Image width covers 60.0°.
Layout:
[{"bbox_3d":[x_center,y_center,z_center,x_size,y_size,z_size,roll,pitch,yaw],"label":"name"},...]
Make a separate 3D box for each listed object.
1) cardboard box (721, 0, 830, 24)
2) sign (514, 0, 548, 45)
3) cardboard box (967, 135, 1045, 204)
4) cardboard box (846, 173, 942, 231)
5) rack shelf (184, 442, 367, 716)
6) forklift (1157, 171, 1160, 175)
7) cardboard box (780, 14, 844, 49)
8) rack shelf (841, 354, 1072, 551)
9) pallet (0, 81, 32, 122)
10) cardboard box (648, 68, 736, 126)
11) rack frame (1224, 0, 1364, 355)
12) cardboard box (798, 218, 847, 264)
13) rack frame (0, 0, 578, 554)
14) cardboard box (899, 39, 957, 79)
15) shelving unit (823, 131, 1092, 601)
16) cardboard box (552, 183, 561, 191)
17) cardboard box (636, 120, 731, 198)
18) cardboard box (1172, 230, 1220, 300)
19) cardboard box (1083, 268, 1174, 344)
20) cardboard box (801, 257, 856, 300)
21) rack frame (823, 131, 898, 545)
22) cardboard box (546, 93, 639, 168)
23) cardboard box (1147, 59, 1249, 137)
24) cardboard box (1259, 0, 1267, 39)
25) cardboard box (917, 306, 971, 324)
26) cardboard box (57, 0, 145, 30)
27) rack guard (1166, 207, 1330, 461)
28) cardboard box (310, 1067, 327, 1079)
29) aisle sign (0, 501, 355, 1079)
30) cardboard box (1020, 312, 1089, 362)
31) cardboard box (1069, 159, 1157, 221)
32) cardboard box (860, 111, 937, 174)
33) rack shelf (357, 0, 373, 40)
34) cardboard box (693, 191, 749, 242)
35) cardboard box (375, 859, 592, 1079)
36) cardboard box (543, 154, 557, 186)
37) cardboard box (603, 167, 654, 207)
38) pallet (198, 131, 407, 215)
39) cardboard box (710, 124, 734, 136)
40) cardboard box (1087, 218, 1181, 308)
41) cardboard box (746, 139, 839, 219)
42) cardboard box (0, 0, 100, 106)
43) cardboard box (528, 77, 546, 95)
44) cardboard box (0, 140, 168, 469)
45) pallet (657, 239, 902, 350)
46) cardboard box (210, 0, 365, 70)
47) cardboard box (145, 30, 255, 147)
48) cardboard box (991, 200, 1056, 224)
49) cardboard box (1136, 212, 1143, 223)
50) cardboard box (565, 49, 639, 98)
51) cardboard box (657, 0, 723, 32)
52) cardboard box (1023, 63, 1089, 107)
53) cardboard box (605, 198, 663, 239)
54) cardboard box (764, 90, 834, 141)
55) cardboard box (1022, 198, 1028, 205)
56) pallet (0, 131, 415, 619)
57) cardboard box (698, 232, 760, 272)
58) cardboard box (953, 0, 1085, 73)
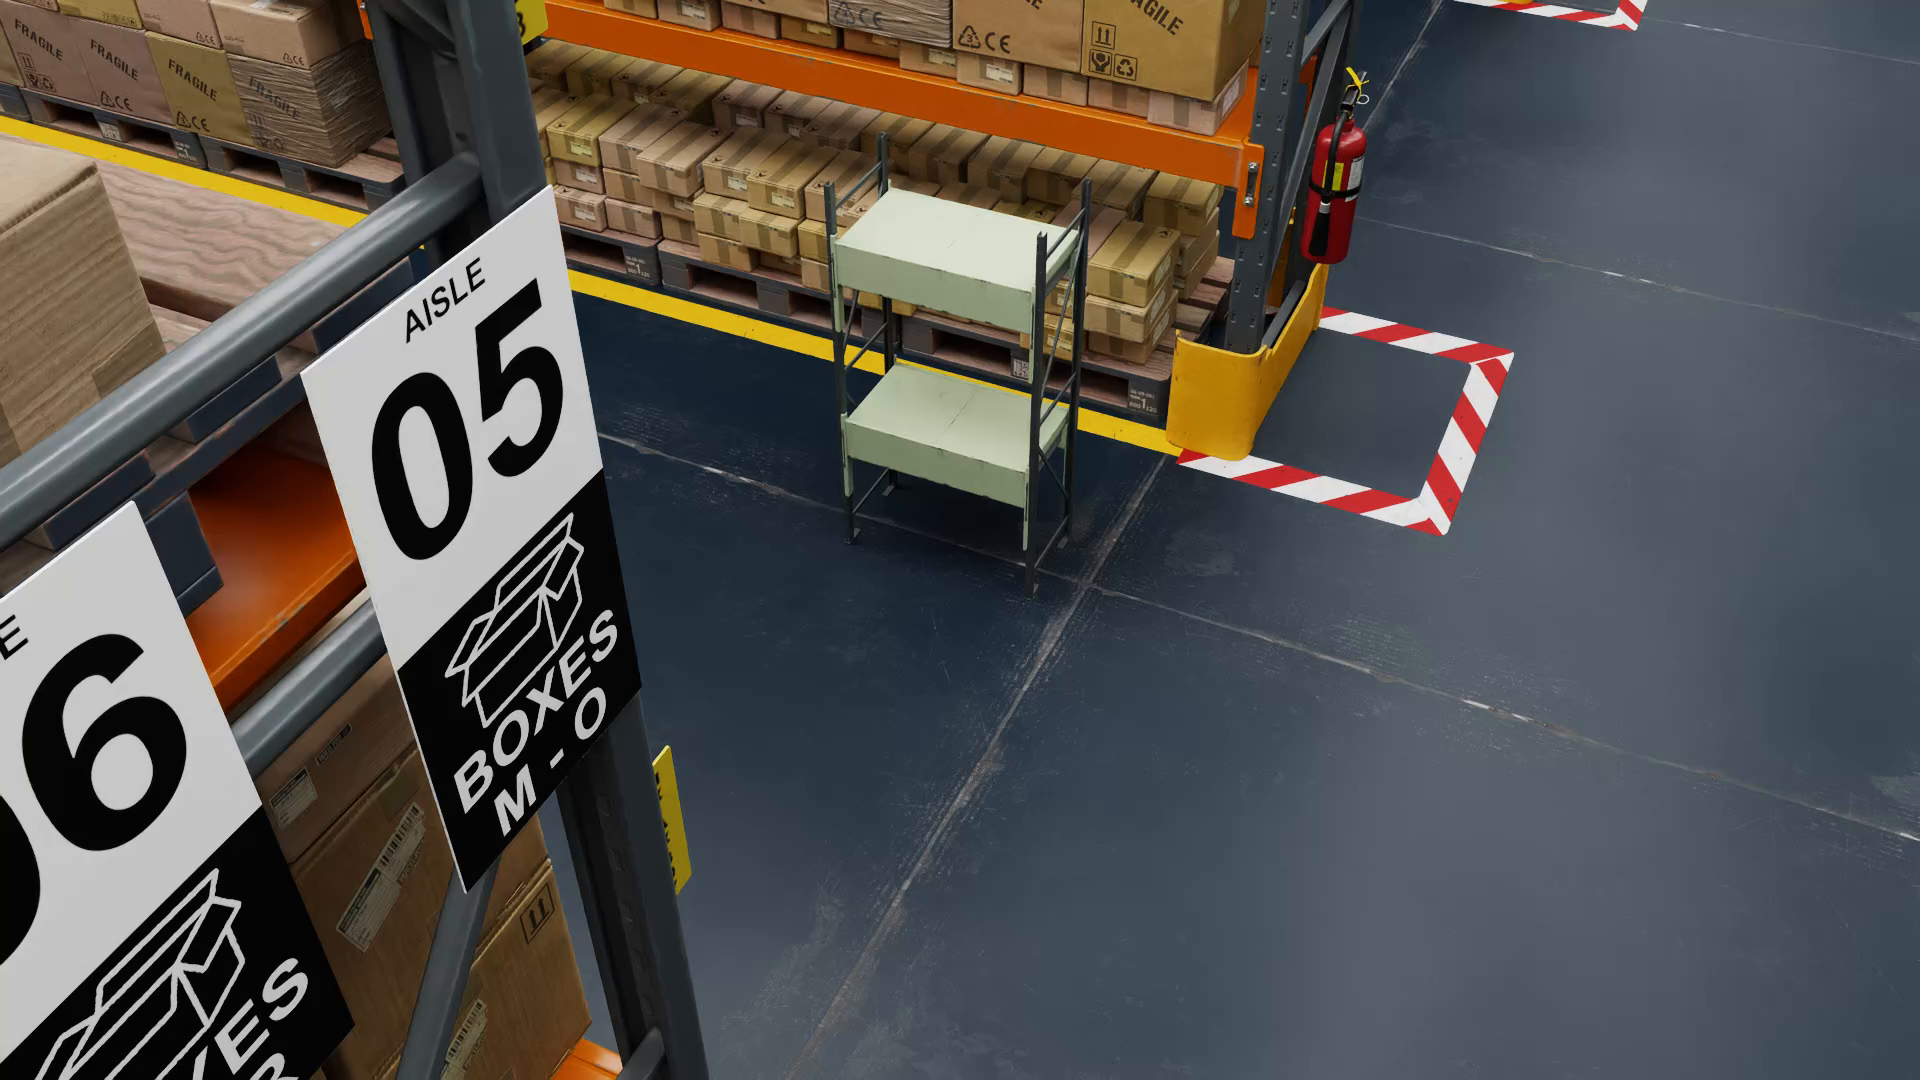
[{"bbox_3d":[-0.610,-2.353,6.371,0.500,0.500,0.500,19,44,21],"label":"cardboard box"},{"bbox_3d":[-0.480,-0.662,1.705,0.005,0.325,0.100,17,44,19],"label":"sign"},{"bbox_3d":[0.216,-1.629,7.242,0.250,0.149,0.380,15,43,17],"label":"cardboard box"},{"bbox_3d":[-0.272,-1.359,6.930,0.250,0.149,0.380,19,44,20],"label":"cardboard box"},{"bbox_3d":[-2.532,-0.256,2.514,4.000,0.370,1.077,17,44,19],"label":"rack shelf"},{"bbox_3d":[0.241,-3.584,8.147,1.130,2.935,3.031,-24,46,-25],"label":"forklift"},{"bbox_3d":[-0.511,-2.107,6.582,0.250,0.149,0.380,18,44,19],"label":"cardboard box"},{"bbox_3d":[-0.006,-0.322,5.974,0.720,0.370,0.431,17,44,19],"label":"rack shelf"},{"bbox_3d":[-5.261,-2.751,9.262,1.213,0.211,1.003,17,44,19],"label":"pallet"},{"bbox_3d":[-1.232,-2.046,7.722,0.250,0.149,0.380,18,44,20],"label":"cardboard box"},{"bbox_3d":[1.282,-1.806,6.044,0.127,3.000,1.000,17,44,19],"label":"rack frame"},{"bbox_3d":[-0.488,-1.337,7.132,0.250,0.149,0.380,19,44,21],"label":"cardboard box"},{"bbox_3d":[-0.720,-1.107,0.657,0.127,3.000,1.000,17,44,19],"label":"rack frame"},{"bbox_3d":[-0.044,-1.933,6.381,0.250,0.149,0.380,15,43,17],"label":"cardboard box"},{"bbox_3d":[-0.006,-0.569,5.761,0.755,1.500,0.431,17,44,19],"label":"shelving unit"},{"bbox_3d":[-1.908,-1.630,7.696,0.250,0.149,0.380,18,44,20],"label":"cardboard box"},{"bbox_3d":[-1.202,-1.672,7.290,0.250,0.149,0.380,18,44,20],"label":"cardboard box"},{"bbox_3d":[0.942,-1.223,7.226,0.250,0.149,0.380,18,44,19],"label":"cardboard box"},{"bbox_3d":[0.683,-0.977,6.716,0.250,0.149,0.380,16,43,18],"label":"cardboard box"},{"bbox_3d":[-0.489,-1.227,7.231,0.250,0.149,0.380,18,44,19],"label":"cardboard box"},{"bbox_3d":[-0.338,-0.670,5.878,0.023,1.500,0.400,17,44,19],"label":"rack frame"},{"bbox_3d":[-1.644,-1.849,7.495,0.250,0.149,0.380,16,44,18],"label":"cardboard box"},{"bbox_3d":[0.867,-1.634,6.037,0.250,0.149,0.380,17,44,19],"label":"cardboard box"},{"bbox_3d":[0.992,-2.245,6.246,0.500,0.500,0.500,19,44,21],"label":"cardboard box"},{"bbox_3d":[0.008,-1.106,7.091,0.250,0.149,0.380,17,44,19],"label":"cardboard box"},{"bbox_3d":[-4.070,-2.756,8.155,0.500,0.250,0.500,15,43,17],"label":"cardboard box"},{"bbox_3d":[1.213,-0.883,6.887,0.348,0.500,1.175,17,44,19],"label":"rack guard"},{"bbox_3d":[-1.257,0.752,2.252,0.500,0.500,0.500,18,44,20],"label":"cardboard box"},{"bbox_3d":[-0.786,0.381,1.535,0.004,0.787,0.394,17,44,19],"label":"aisle sign"},{"bbox_3d":[0.441,-0.921,6.878,0.250,0.149,0.380,18,44,20],"label":"cardboard box"},{"bbox_3d":[0.650,-1.464,7.051,0.250,0.149,0.380,18,44,19],"label":"cardboard box"},{"bbox_3d":[-0.251,-1.812,7.452,0.250,0.149,0.380,18,44,19],"label":"cardboard box"},{"bbox_3d":[-4.156,-3.196,8.196,4.000,0.370,1.077,17,44,19],"label":"rack shelf"},{"bbox_3d":[-0.962,-1.480,7.297,0.250,0.149,0.380,17,44,18],"label":"cardboard box"},{"bbox_3d":[-1.033,0.819,2.939,0.500,0.500,0.500,17,44,18],"label":"cardboard box"},{"bbox_3d":[-1.883,-1.801,7.666,0.250,0.149,0.380,17,44,19],"label":"cardboard box"},{"bbox_3d":[-1.403,-1.678,7.525,0.250,0.149,0.380,15,43,16],"label":"cardboard box"},{"bbox_3d":[-3.049,-2.075,8.483,1.213,0.211,1.003,17,44,19],"label":"pallet"},{"bbox_3d":[-0.998,-1.891,7.771,0.250,0.149,0.380,18,44,20],"label":"cardboard box"},{"bbox_3d":[0.695,-1.109,6.641,0.250,0.149,0.380,17,44,19],"label":"cardboard box"},{"bbox_3d":[-0.713,-1.554,7.154,0.250,0.149,0.380,17,44,19],"label":"cardboard box"},{"bbox_3d":[-4.511,-2.612,8.561,0.500,0.500,0.500,16,43,18],"label":"cardboard box"},{"bbox_3d":[-2.119,-2.002,7.671,0.250,0.149,0.380,19,44,20],"label":"cardboard box"},{"bbox_3d":[-1.166,-0.185,1.600,0.500,0.250,0.500,13,43,15],"label":"cardboard box"},{"bbox_3d":[-0.610,-1.358,7.656,1.213,0.211,1.003,17,44,19],"label":"pallet"},{"bbox_3d":[-3.125,-2.468,7.822,0.500,0.250,0.500,16,43,18],"label":"cardboard box"},{"bbox_3d":[-3.585,-2.326,8.231,0.500,0.500,0.500,16,43,18],"label":"cardboard box"},{"bbox_3d":[0.203,-1.209,6.756,0.250,0.149,0.380,16,43,18],"label":"cardboard box"},{"bbox_3d":[0.691,-1.407,7.212,0.250,0.149,0.380,17,44,18],"label":"cardboard box"},{"bbox_3d":[-1.662,-2.229,7.933,0.250,0.149,0.380,18,44,19],"label":"cardboard box"},{"bbox_3d":[-1.011,-2.210,6.702,0.250,0.149,0.380,19,44,20],"label":"cardboard box"},{"bbox_3d":[0.424,-1.785,6.211,0.250,0.149,0.380,17,44,18],"label":"cardboard box"},{"bbox_3d":[-1.410,-1.551,7.606,0.250,0.149,0.380,16,43,18],"label":"cardboard box"},{"bbox_3d":[-0.698,-1.958,7.621,0.250,0.149,0.380,16,43,17],"label":"cardboard box"},{"bbox_3d":[0.245,-1.557,7.386,0.250,0.149,0.380,18,44,20],"label":"cardboard box"},{"bbox_3d":[-1.396,-0.139,1.898,1.213,0.211,1.003,17,44,19],"label":"pallet"},{"bbox_3d":[-0.956,-1.369,7.395,0.250,0.149,0.380,16,43,17],"label":"cardboard box"},{"bbox_3d":[0.301,-2.074,6.049,0.500,0.500,0.500,16,44,18],"label":"cardboard box"}]
